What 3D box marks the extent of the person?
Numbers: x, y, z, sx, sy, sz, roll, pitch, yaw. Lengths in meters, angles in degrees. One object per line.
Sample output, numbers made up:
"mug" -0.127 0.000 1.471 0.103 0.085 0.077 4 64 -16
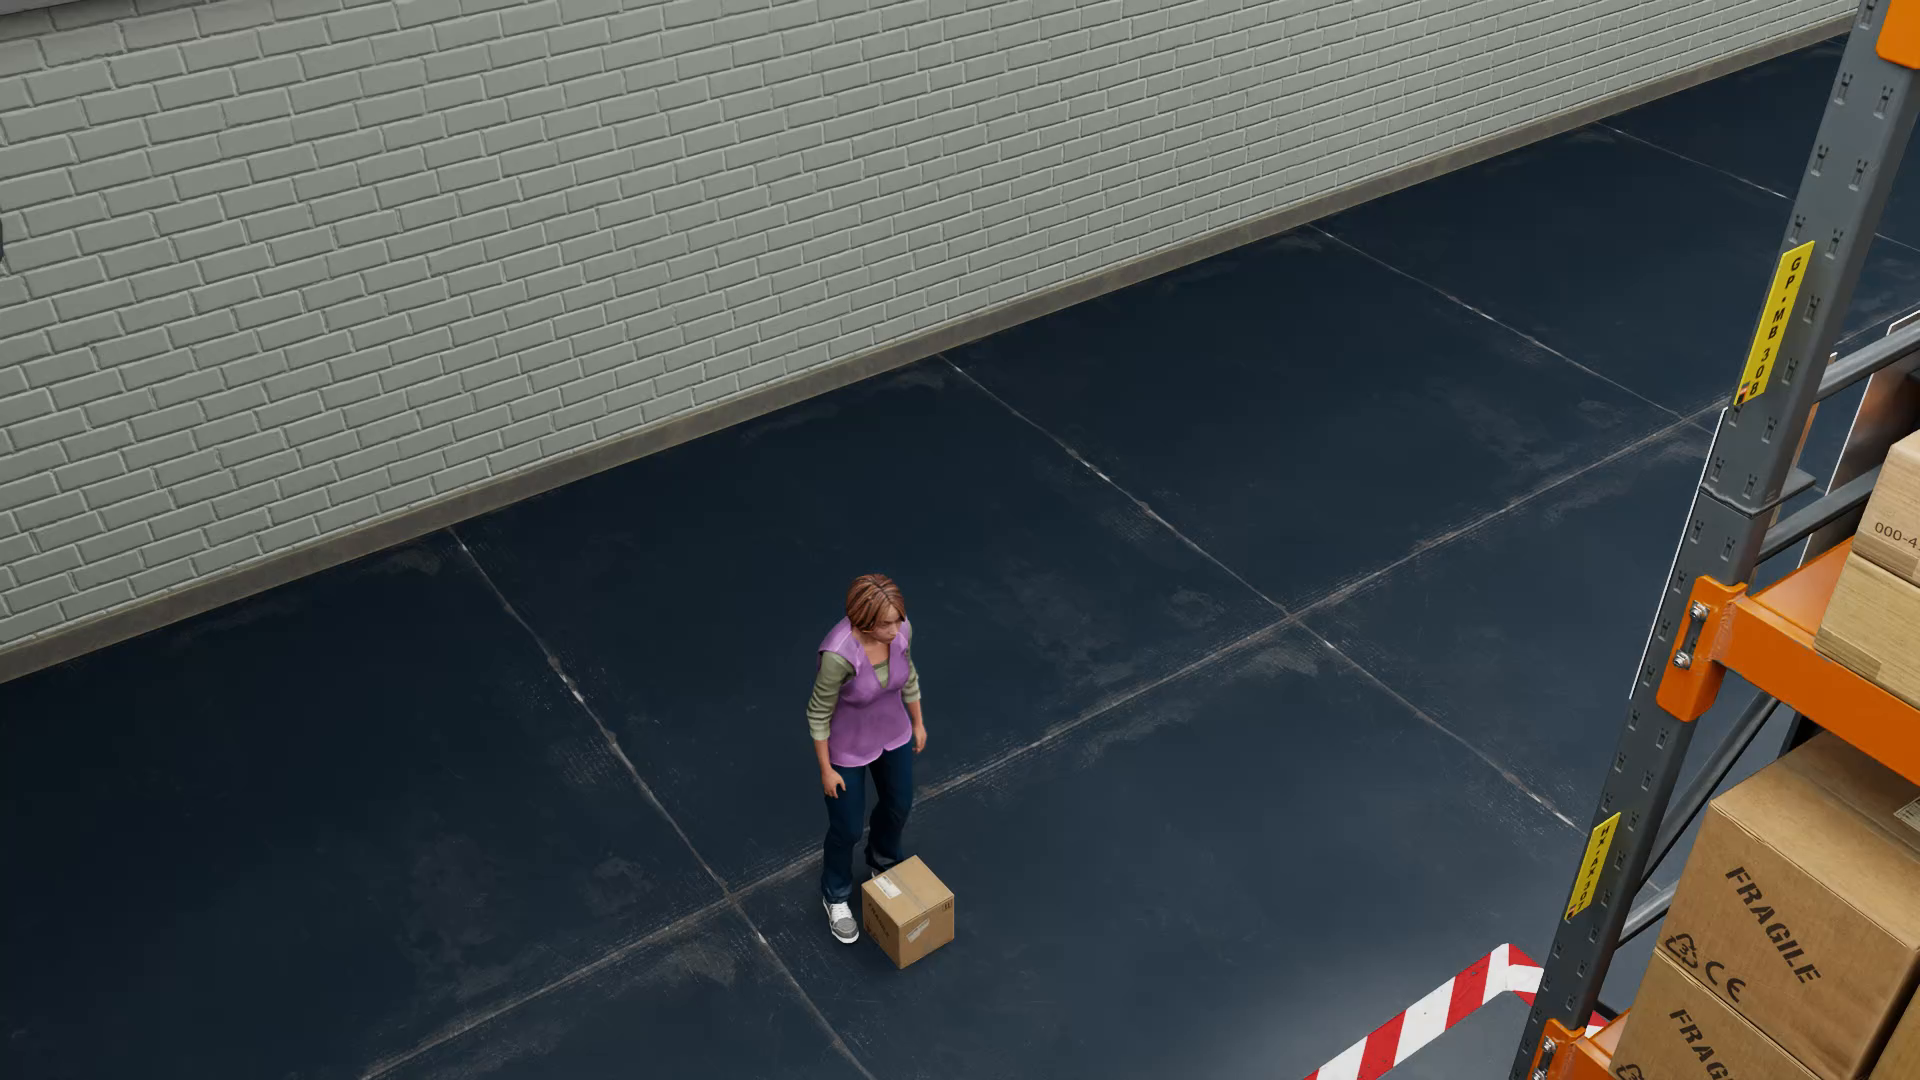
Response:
"person" -0.335 0.748 6.010 0.485 1.594 0.341 -25 44 -30
